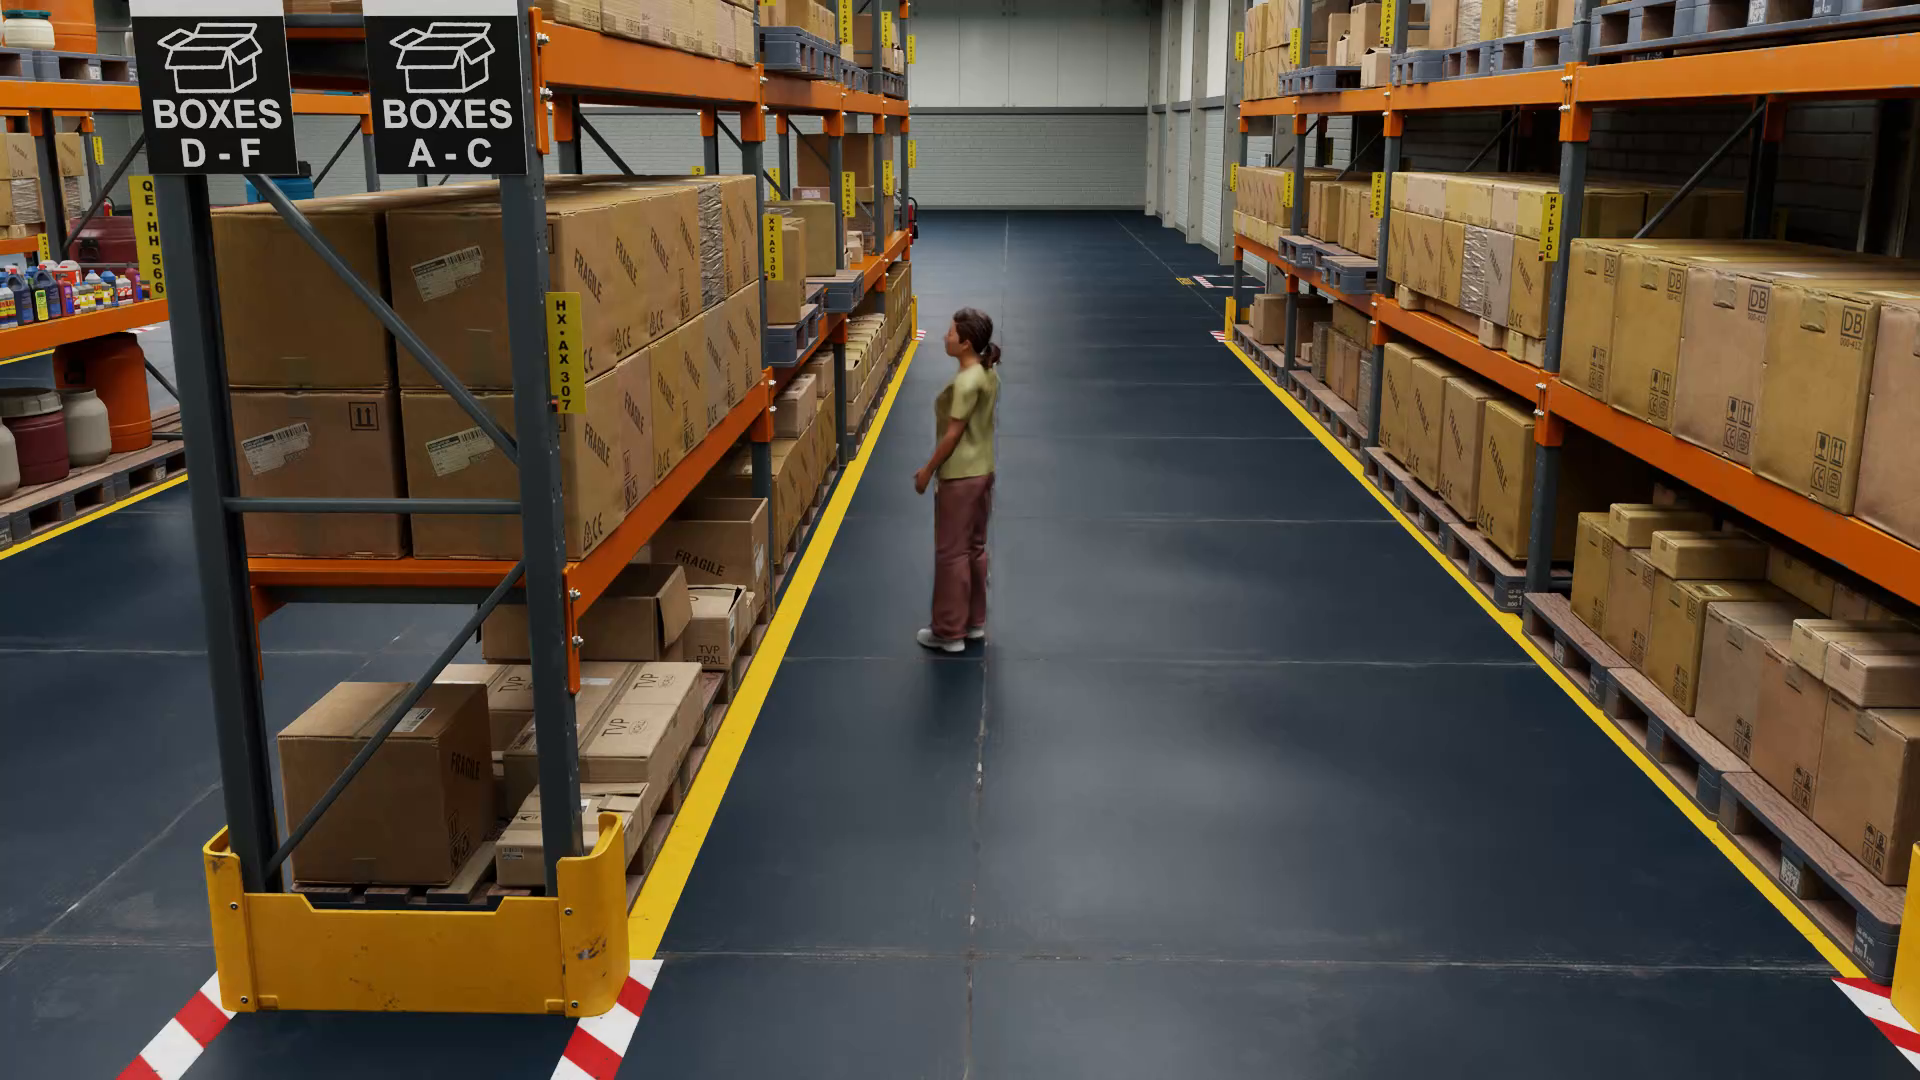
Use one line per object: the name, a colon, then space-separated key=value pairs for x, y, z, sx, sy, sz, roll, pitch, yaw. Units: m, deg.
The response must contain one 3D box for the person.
person: x=0.003 y=-0.300 z=8.130 sx=0.433 sy=1.684 sz=0.526 roll=4 pitch=14 yaw=15
